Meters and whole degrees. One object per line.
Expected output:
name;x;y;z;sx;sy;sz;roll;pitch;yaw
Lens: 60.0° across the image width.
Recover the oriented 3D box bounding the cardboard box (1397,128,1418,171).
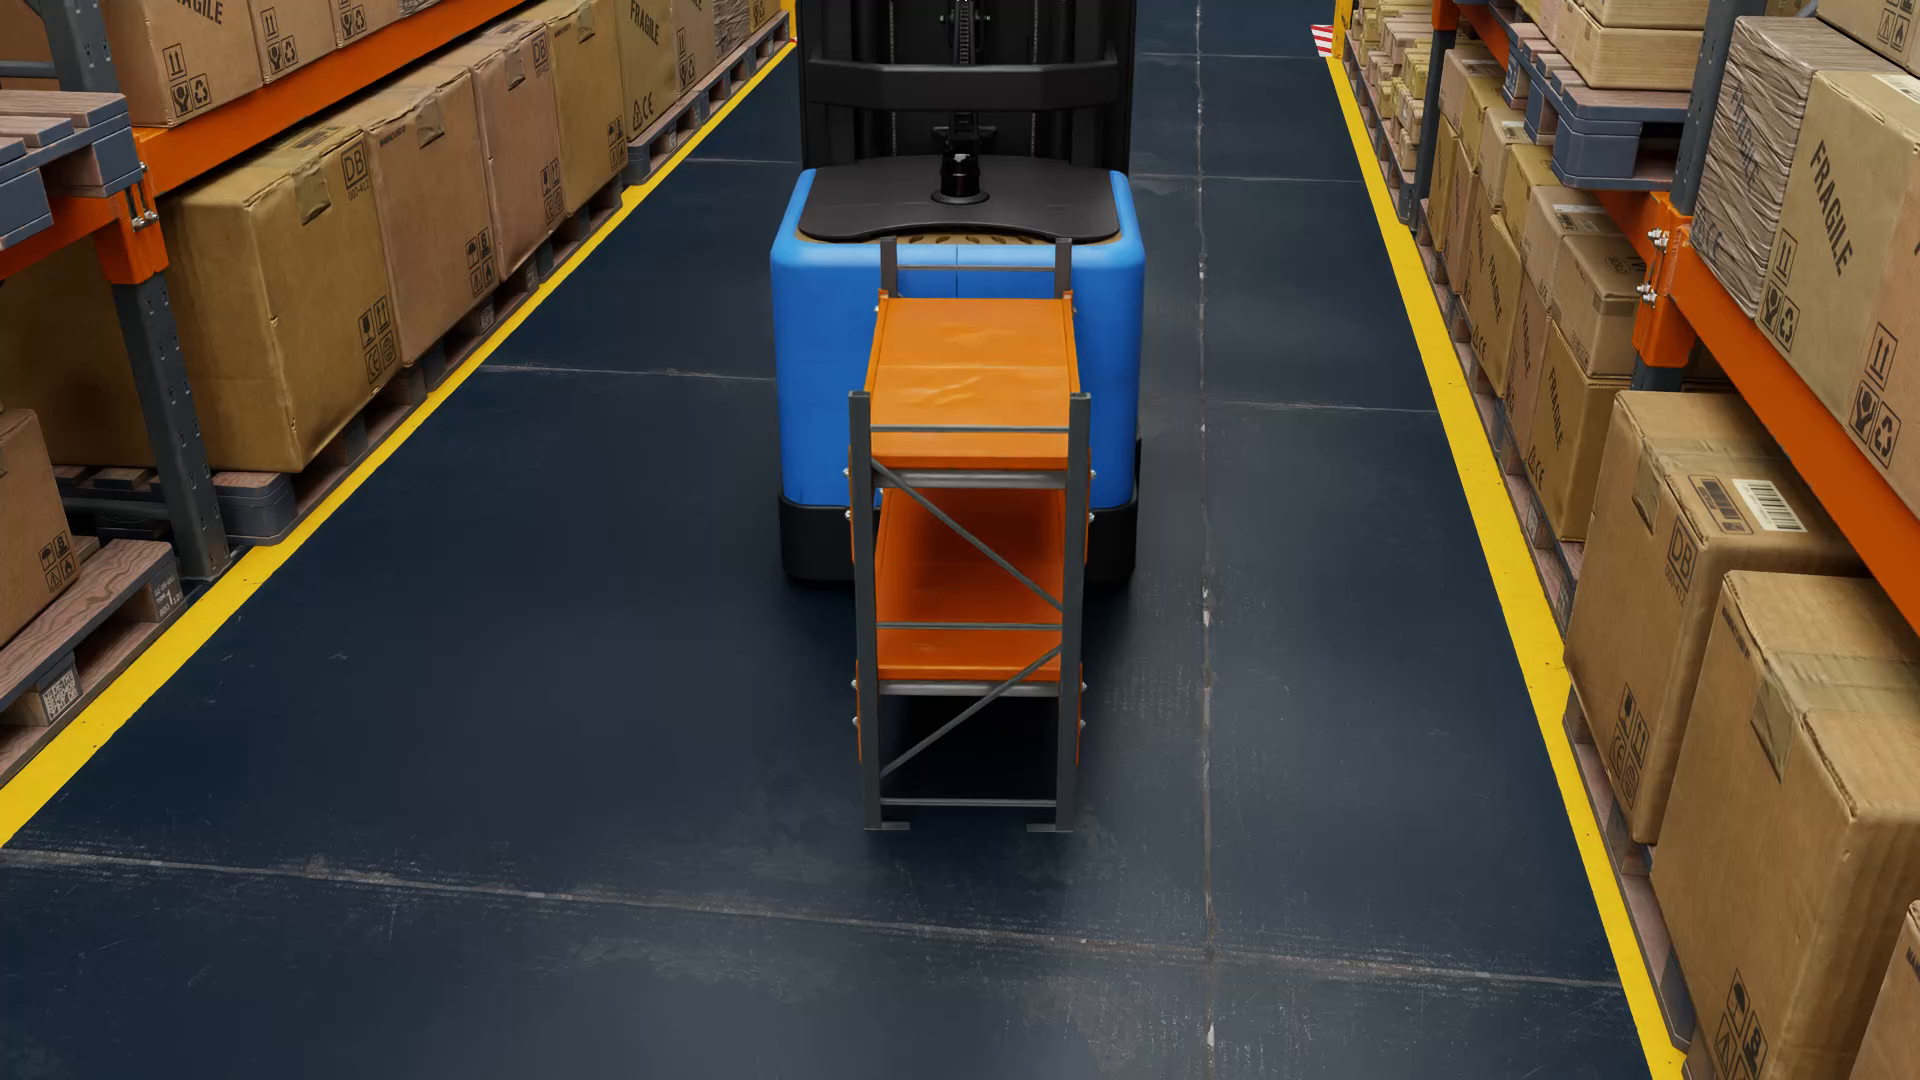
cardboard box;2.376;-1.925;8.223;0.380;0.149;0.250;4;29;7

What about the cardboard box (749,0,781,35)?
cardboard box;-1.753;-3.953;11.222;0.875;0.875;0.875;3;28;6

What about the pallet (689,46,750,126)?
pallet;-1.926;-2.828;10.277;1.003;0.211;1.213;3;28;6

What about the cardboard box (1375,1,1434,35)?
cardboard box;2.613;-3.017;9.624;0.380;0.149;0.250;4;29;7

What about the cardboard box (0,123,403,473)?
cardboard box;-2.629;-0.816;5.400;1.225;0.875;0.875;2;28;4

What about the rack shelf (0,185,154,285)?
rack shelf;-2.979;0.015;2.818;1.077;0.370;4.000;3;28;6

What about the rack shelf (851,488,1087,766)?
rack shelf;0.031;0.169;4.267;0.538;0.278;1.000;1;28;1

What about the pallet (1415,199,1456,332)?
pallet;2.572;-1.196;7.248;1.003;0.211;1.213;3;28;6

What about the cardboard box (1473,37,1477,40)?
cardboard box;3.262;-2.980;9.868;0.380;0.149;0.250;4;29;7

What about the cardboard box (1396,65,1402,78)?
cardboard box;2.565;-2.507;8.990;0.380;0.149;0.250;4;29;7

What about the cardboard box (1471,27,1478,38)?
cardboard box;3.135;-2.991;9.576;0.380;0.149;0.250;2;28;4

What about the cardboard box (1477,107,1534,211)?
cardboard box;2.184;-1.382;6.054;0.500;0.250;0.500;4;29;8

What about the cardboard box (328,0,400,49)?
cardboard box;-2.284;-1.985;5.666;0.500;0.500;0.500;3;28;5

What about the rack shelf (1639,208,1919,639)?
rack shelf;1.931;0.351;2.195;1.077;0.370;4.000;3;28;6

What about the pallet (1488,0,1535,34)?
pallet;2.378;-1.757;5.551;1.003;0.211;1.213;3;28;6

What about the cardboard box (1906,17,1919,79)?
cardboard box;2.050;-0.943;2.678;0.700;0.500;0.500;3;28;5

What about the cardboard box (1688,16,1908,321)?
cardboard box;1.853;-0.756;3.385;0.500;0.500;0.500;4;29;7

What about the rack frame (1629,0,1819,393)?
rack frame;2.176;-0.908;3.772;1.000;3.000;0.127;3;28;6

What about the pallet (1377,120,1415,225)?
pallet;2.713;-1.881;8.519;1.003;0.211;1.213;3;28;6

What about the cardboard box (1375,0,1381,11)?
cardboard box;2.734;-3.269;10.090;0.380;0.149;0.250;2;28;4

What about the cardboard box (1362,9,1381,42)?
cardboard box;2.666;-3.142;10.169;0.380;0.149;0.250;4;29;8

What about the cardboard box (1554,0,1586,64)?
cardboard box;1.812;-1.358;4.429;0.380;0.149;0.250;3;28;6

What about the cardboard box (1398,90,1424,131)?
cardboard box;2.410;-2.146;8.320;0.380;0.149;0.250;2;28;4

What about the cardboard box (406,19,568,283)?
cardboard box;-2.411;-1.653;6.952;1.225;0.875;0.875;2;28;4

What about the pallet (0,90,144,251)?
pallet;-2.716;-0.817;3.807;1.213;0.211;1.003;3;28;6

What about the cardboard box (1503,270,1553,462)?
cardboard box;2.065;-0.561;5.322;0.500;0.500;0.500;4;29;8

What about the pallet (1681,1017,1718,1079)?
pallet;1.853;1.259;2.690;1.003;0.211;1.213;3;28;6

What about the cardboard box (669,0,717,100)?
cardboard box;-1.974;-3.105;9.649;0.875;0.875;0.875;3;28;6

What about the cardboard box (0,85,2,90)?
cardboard box;-2.920;-1.534;4.829;0.500;0.500;0.500;4;29;8

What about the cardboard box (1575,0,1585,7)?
cardboard box;1.816;-1.498;4.376;0.380;0.149;0.250;4;29;8

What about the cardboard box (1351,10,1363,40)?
cardboard box;2.774;-3.375;10.915;0.380;0.149;0.250;4;29;7

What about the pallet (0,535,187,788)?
pallet;-2.831;0.352;4.374;1.003;0.211;1.213;3;28;6

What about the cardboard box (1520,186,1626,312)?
cardboard box;2.051;-0.898;5.156;0.500;0.250;0.500;4;29;7

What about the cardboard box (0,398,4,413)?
cardboard box;-2.787;-0.350;4.117;0.500;0.250;0.500;4;29;8

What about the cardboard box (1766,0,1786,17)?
cardboard box;2.528;-1.561;4.807;0.380;0.149;0.250;5;29;9

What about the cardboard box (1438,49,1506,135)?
cardboard box;2.313;-1.872;6.965;0.500;0.250;0.500;2;28;4

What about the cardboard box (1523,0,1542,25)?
cardboard box;1.878;-1.596;4.871;0.380;0.149;0.250;3;28;6

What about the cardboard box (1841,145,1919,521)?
cardboard box;1.731;-0.279;2.500;0.500;0.500;0.500;3;28;6

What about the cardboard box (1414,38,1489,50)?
cardboard box;2.576;-2.522;8.705;0.380;0.149;0.250;4;29;8

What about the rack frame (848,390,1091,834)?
rack frame;0.020;0.194;3.703;0.500;1.125;0.032;1;28;1

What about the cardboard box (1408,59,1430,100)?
cardboard box;2.443;-2.287;8.269;0.380;0.149;0.250;4;29;7

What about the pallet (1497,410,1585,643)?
pallet;2.273;-0.048;5.116;1.003;0.211;1.213;3;28;6

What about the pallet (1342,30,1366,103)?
pallet;3.012;-3.030;10.651;1.003;0.211;1.213;3;28;6

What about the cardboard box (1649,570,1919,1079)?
cardboard box;1.908;0.591;2.919;1.050;0.750;0.750;4;29;7

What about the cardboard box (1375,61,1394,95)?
cardboard box;2.598;-2.646;9.562;0.380;0.149;0.250;3;28;6

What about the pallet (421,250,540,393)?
pallet;-2.411;-0.955;6.800;1.003;0.211;1.213;3;28;6

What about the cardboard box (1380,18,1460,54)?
cardboard box;2.538;-2.783;9.189;0.380;0.149;0.250;2;28;4

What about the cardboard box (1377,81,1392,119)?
cardboard box;2.503;-2.412;9.127;0.380;0.149;0.250;3;28;6

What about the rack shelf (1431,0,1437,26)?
rack shelf;2.911;-3.415;9.185;1.077;0.370;4.000;3;28;6

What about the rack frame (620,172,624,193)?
rack frame;-2.244;-3.126;7.890;1.000;3.000;0.127;3;28;6

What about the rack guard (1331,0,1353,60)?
rack guard;3.147;-3.537;11.288;1.175;0.500;0.348;3;28;6

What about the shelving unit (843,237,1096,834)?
shelving unit;0.031;-0.047;4.151;0.538;1.125;1.048;1;28;1

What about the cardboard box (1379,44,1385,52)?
cardboard box;2.723;-2.890;10.015;0.380;0.149;0.250;3;29;6

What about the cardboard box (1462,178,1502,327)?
cardboard box;2.198;-1.046;6.221;0.500;0.500;0.500;4;29;7

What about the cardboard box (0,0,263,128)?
cardboard box;-2.405;-1.500;4.767;0.500;0.500;0.500;4;29;8

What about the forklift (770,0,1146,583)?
forklift;0.024;-1.822;5.542;1.130;2.935;3.031;1;28;1

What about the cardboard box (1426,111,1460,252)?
cardboard box;2.312;-1.542;7.143;0.500;0.500;0.500;4;29;8
